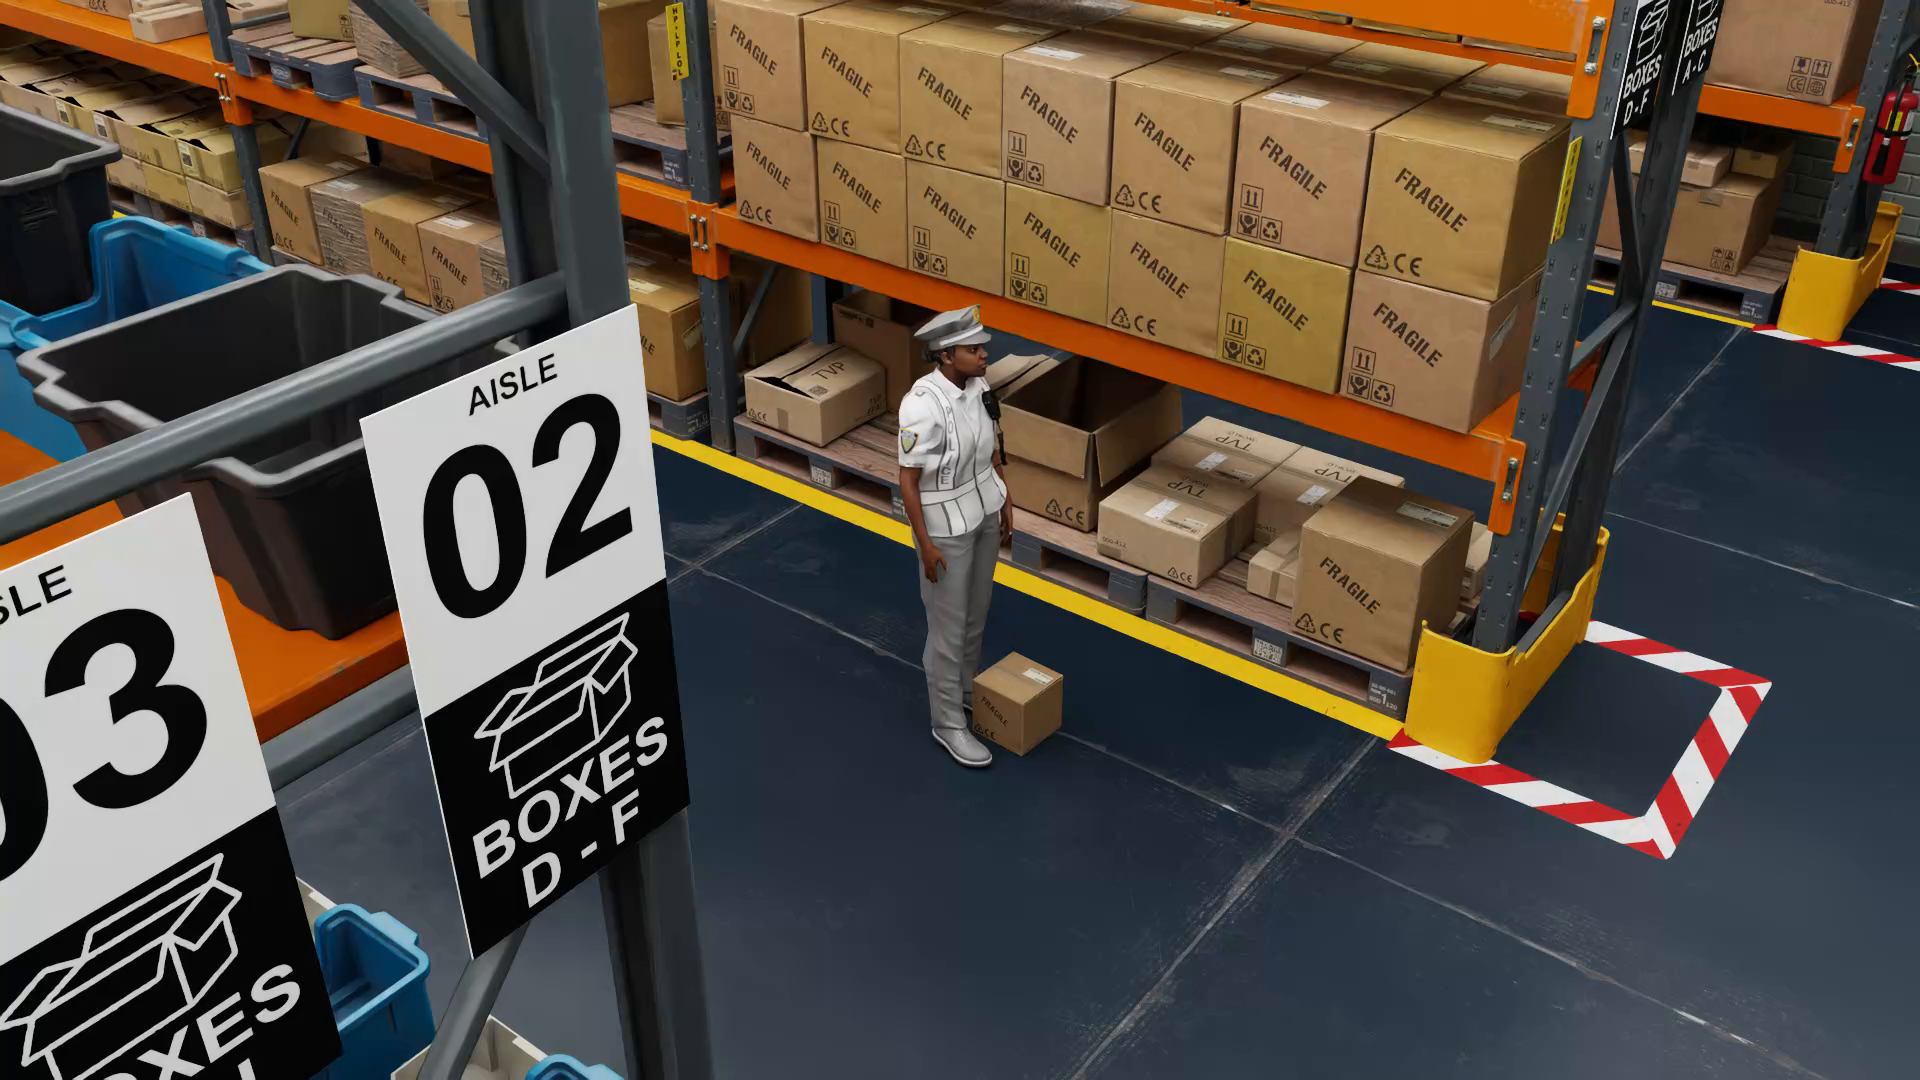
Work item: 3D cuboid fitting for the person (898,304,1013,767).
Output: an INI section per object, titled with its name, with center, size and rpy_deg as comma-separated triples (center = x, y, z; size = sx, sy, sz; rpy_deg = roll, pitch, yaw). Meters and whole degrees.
[person]
center = 0.039, -0.043, 6.154
size = 0.530, 1.695, 0.569
rpy_deg = 21, 37, 31
